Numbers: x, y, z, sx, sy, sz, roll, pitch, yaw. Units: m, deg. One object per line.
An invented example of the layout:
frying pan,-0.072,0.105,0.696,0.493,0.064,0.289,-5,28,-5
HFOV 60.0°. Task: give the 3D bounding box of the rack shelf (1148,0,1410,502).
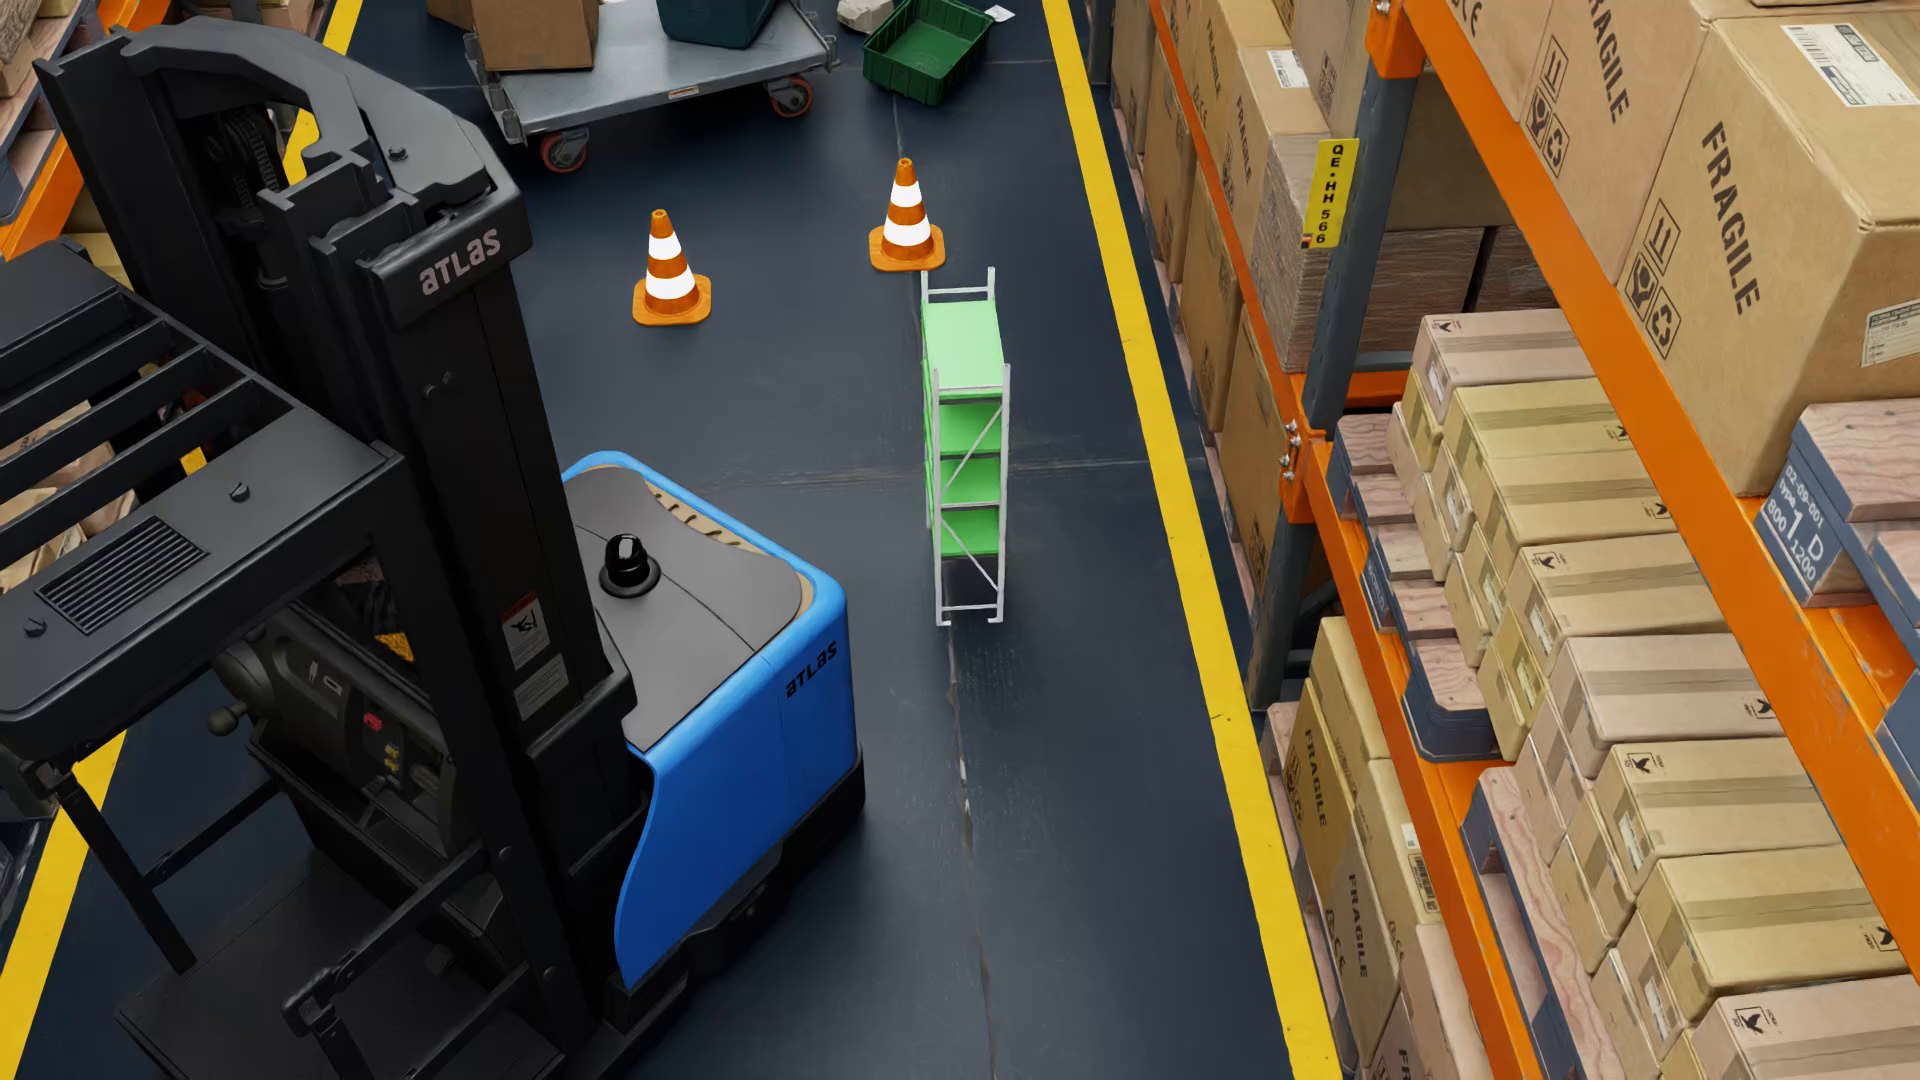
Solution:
rack shelf,1.321,-1.712,6.301,1.077,0.370,4.000,-3,47,-3

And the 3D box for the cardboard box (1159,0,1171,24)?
cardboard box,1.012,-2.317,6.309,0.500,0.500,0.500,-4,47,-4

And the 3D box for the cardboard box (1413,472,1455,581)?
cardboard box,1.347,-0.040,4.106,0.380,0.149,0.250,-1,47,-1

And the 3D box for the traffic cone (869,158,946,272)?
traffic cone,-0.239,-1.472,7.325,0.336,0.463,0.334,-3,47,-3

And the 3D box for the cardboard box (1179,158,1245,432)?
cardboard box,1.450,-0.961,6.355,1.050,0.750,0.750,-3,47,-3

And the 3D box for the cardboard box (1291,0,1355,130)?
cardboard box,1.417,-1.582,4.924,0.700,0.500,0.500,-4,47,-4

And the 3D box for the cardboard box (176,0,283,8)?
cardboard box,-3.551,-2.932,8.049,0.500,0.500,0.500,-1,47,-1

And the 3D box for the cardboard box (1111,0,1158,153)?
cardboard box,1.295,-2.333,7.654,1.050,0.750,0.750,-4,47,-3

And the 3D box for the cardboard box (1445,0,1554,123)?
cardboard box,1.271,-1.149,3.137,0.500,0.500,0.500,-3,47,-3

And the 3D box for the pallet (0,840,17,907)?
pallet,-3.445,1.396,4.783,1.003,0.211,1.213,-3,47,-3

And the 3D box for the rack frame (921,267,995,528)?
rack frame,-0.007,-0.469,5.868,0.240,1.200,0.015,-3,47,-3

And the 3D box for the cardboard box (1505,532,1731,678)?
cardboard box,1.397,0.135,3.530,0.380,0.149,0.250,-5,47,-5

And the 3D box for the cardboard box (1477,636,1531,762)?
cardboard box,1.394,0.350,3.736,0.380,0.149,0.250,-2,47,-1

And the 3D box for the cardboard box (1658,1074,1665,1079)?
cardboard box,1.480,1.106,3.020,0.380,0.149,0.250,-2,47,-2

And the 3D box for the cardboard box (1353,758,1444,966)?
cardboard box,1.347,0.826,4.318,0.500,0.250,0.500,-4,47,-4

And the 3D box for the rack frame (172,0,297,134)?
rack frame,-3.771,-3.032,7.056,1.000,3.000,0.127,-3,47,-3

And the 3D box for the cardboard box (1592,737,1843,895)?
cardboard box,1.446,0.522,3.164,0.380,0.149,0.250,-2,47,-2

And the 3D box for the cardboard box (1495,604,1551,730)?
cardboard box,1.401,0.261,3.616,0.380,0.149,0.250,-3,47,-3

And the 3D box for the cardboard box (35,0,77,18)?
cardboard box,-3.382,-1.996,5.958,0.380,0.149,0.250,-4,47,-3

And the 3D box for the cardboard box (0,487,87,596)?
cardboard box,-3.473,0.212,5.504,0.950,0.372,0.625,-6,47,-6

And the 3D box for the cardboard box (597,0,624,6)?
cardboard box,-1.700,-2.812,8.730,0.258,0.266,0.396,-36,56,-29

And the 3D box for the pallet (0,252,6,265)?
pallet,-3.602,-0.581,4.867,1.213,0.211,1.003,-3,47,-3

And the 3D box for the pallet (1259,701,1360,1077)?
pallet,1.552,1.012,5.146,1.003,0.211,1.213,-3,47,-3

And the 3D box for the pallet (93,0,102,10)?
pallet,-3.852,-2.405,6.593,1.003,0.211,1.213,-3,47,-3

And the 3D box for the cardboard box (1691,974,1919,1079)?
cardboard box,1.487,0.898,2.808,0.380,0.149,0.250,-5,47,-5

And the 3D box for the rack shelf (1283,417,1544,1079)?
rack shelf,1.656,1.182,3.560,1.077,0.370,4.000,-3,47,-3

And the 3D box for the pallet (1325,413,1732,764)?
pallet,1.654,0.063,4.257,1.213,0.211,1.003,-3,47,-3

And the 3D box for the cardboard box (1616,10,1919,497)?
cardboard box,1.367,-0.426,2.453,0.500,0.500,0.500,-3,47,-3

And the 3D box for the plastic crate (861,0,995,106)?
plastic crate,-0.167,-2.505,8.454,0.450,0.188,0.662,25,51,9

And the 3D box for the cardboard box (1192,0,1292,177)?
cardboard box,1.101,-1.579,5.610,0.500,0.500,0.500,-4,47,-4

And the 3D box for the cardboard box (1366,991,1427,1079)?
cardboard box,1.387,1.465,4.229,0.500,0.500,0.500,-5,47,-4

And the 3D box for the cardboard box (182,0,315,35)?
cardboard box,-3.551,-2.674,8.322,0.500,0.250,0.500,-5,47,-5

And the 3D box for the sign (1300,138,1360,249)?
sign,0.935,-0.874,4.215,0.100,0.325,0.005,-3,47,-3

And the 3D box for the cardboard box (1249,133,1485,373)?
cardboard box,1.183,-0.856,4.926,0.500,0.500,0.500,-3,47,-3

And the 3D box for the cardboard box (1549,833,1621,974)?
cardboard box,1.438,0.725,3.381,0.380,0.149,0.250,-3,47,-3

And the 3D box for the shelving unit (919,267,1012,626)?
shelving unit,0.014,-0.293,5.701,0.258,1.200,0.503,-3,47,-3

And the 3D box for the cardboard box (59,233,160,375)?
cardboard box,-3.601,-0.871,6.529,0.950,0.372,0.625,-2,47,-2

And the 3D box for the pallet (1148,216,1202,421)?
pallet,1.398,-1.009,7.060,1.003,0.211,1.213,-3,47,-3

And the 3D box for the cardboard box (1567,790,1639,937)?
cardboard box,1.438,0.621,3.275,0.380,0.149,0.250,-4,47,-4

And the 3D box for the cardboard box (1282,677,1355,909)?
cardboard box,1.293,0.730,4.925,0.500,0.500,0.500,-5,47,-5

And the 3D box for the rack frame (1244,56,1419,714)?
rack frame,1.488,-0.512,4.669,1.000,3.000,0.127,-3,47,-3

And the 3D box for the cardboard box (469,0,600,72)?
cardboard box,-2.000,-2.563,7.812,0.500,0.500,0.500,-3,47,-3

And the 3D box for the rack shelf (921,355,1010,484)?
rack shelf,0.014,-0.414,5.573,0.258,0.148,0.480,-3,47,-3

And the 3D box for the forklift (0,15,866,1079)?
forklift,-1.605,0.492,3.765,1.130,2.935,3.031,29,53,25

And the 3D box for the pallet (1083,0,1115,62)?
pallet,1.168,-3.002,8.948,1.003,0.211,1.213,-3,47,-3

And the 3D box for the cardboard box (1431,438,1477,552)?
cardboard box,1.353,-0.114,3.971,0.380,0.149,0.250,-1,47,-1

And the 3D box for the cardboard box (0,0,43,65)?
cardboard box,-3.379,-1.882,5.403,0.500,0.500,0.500,-5,47,-5

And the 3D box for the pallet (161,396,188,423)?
pallet,-3.599,-0.625,6.697,1.003,0.211,1.213,-3,47,-3

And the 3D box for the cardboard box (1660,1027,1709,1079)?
cardboard box,1.479,0.992,2.923,0.380,0.149,0.250,-3,47,-3

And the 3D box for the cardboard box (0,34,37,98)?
cardboard box,-3.365,-1.615,5.597,0.380,0.149,0.250,-2,47,-2

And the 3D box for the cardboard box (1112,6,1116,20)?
cardboard box,1.171,-3.279,8.464,0.875,0.875,0.875,-3,47,-3

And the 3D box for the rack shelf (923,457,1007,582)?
rack shelf,0.014,-0.084,5.922,0.258,0.148,0.480,-3,47,-3

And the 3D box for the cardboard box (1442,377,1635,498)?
cardboard box,1.359,-0.234,3.880,0.380,0.149,0.250,-5,47,-4

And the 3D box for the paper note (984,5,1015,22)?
paper note,0.195,-2.817,8.896,0.147,0.020,0.142,-36,56,-29
